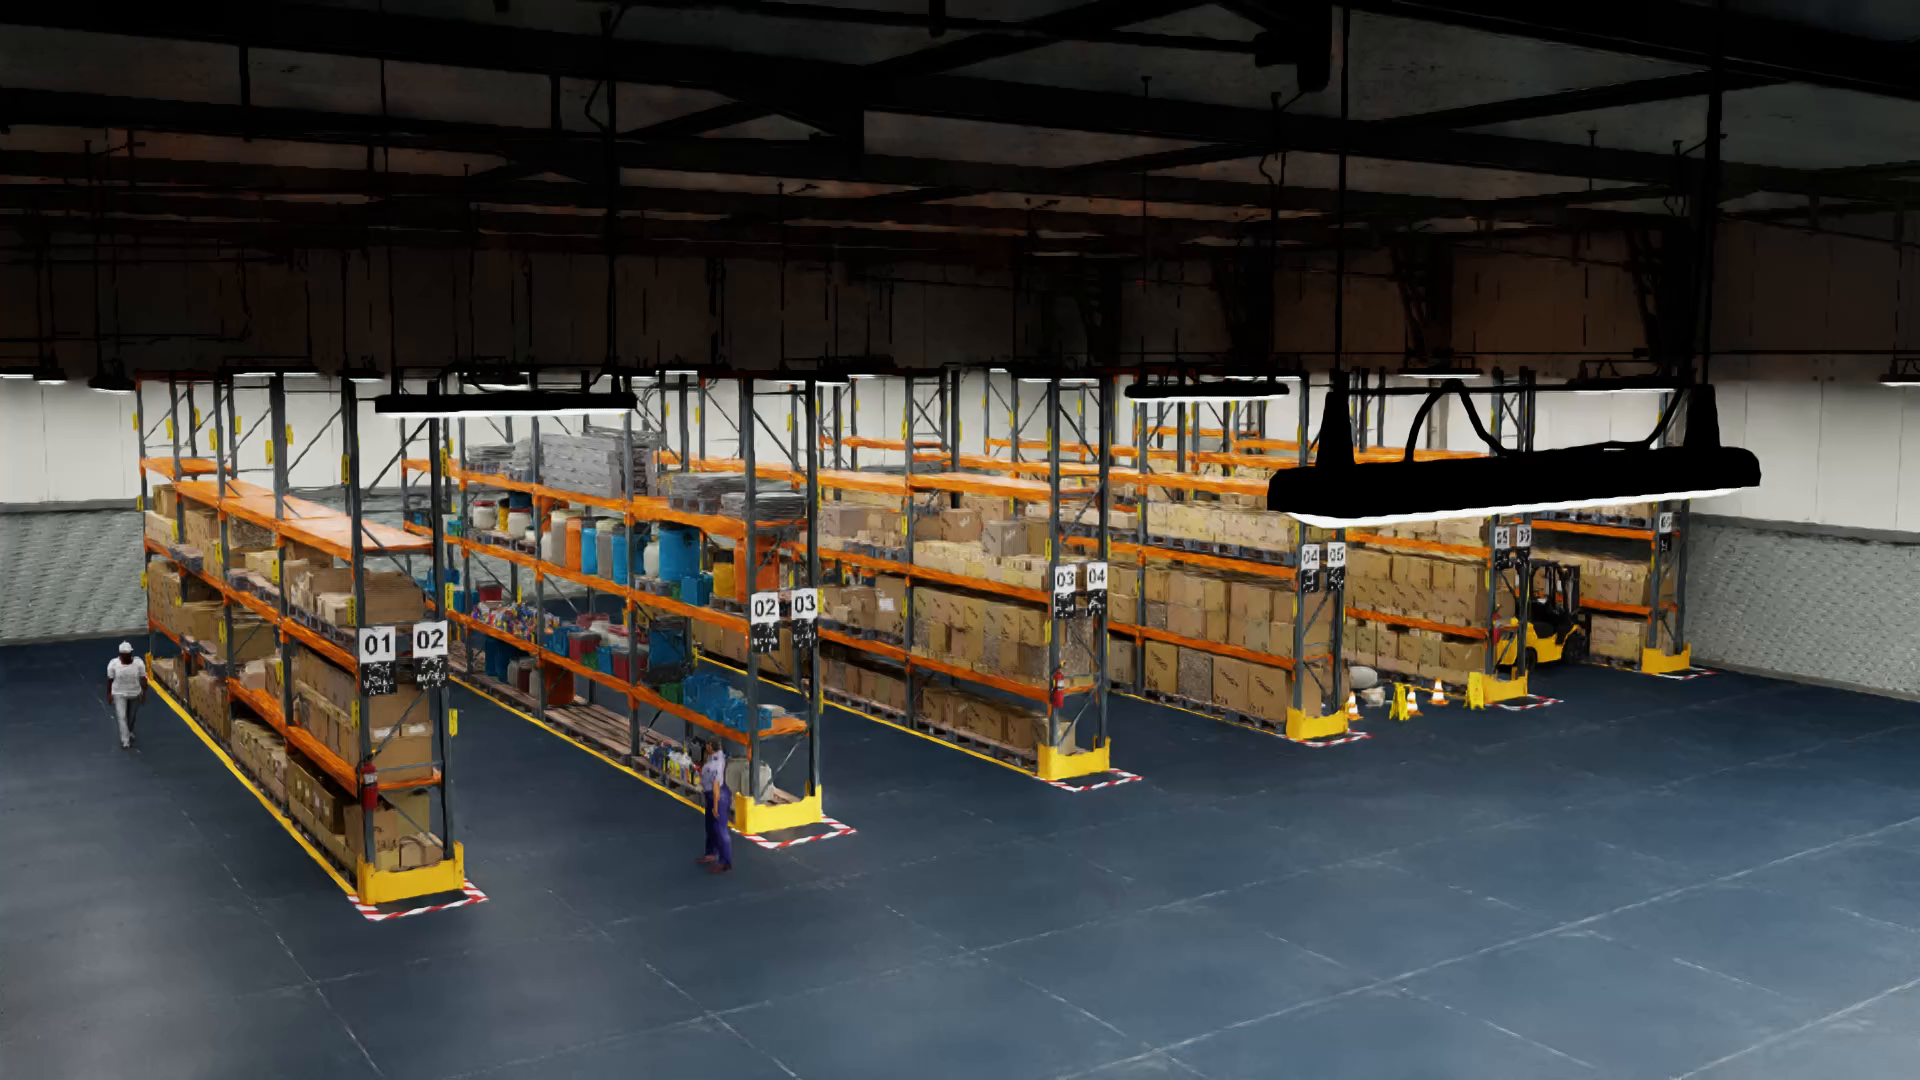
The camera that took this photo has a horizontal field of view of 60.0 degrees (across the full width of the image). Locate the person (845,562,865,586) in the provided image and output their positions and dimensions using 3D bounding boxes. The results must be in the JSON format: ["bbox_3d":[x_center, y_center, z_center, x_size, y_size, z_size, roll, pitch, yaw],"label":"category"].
[{"bbox_3d":[-2.377,1.313,36.900,0.677,1.742,0.551,-5,8,-35],"label":"person"}]

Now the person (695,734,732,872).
[{"bbox_3d":[-3.037,3.206,20.421,0.464,1.652,0.523,0,6,-4],"label":"person"}]

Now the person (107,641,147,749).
[{"bbox_3d":[-13.407,2.460,26.806,0.574,1.689,1.128,-5,8,-36],"label":"person"}]

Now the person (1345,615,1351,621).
[{"bbox_3d":[8.234,1.389,35.983,0.586,1.748,0.654,0,6,-2],"label":"person"}]
